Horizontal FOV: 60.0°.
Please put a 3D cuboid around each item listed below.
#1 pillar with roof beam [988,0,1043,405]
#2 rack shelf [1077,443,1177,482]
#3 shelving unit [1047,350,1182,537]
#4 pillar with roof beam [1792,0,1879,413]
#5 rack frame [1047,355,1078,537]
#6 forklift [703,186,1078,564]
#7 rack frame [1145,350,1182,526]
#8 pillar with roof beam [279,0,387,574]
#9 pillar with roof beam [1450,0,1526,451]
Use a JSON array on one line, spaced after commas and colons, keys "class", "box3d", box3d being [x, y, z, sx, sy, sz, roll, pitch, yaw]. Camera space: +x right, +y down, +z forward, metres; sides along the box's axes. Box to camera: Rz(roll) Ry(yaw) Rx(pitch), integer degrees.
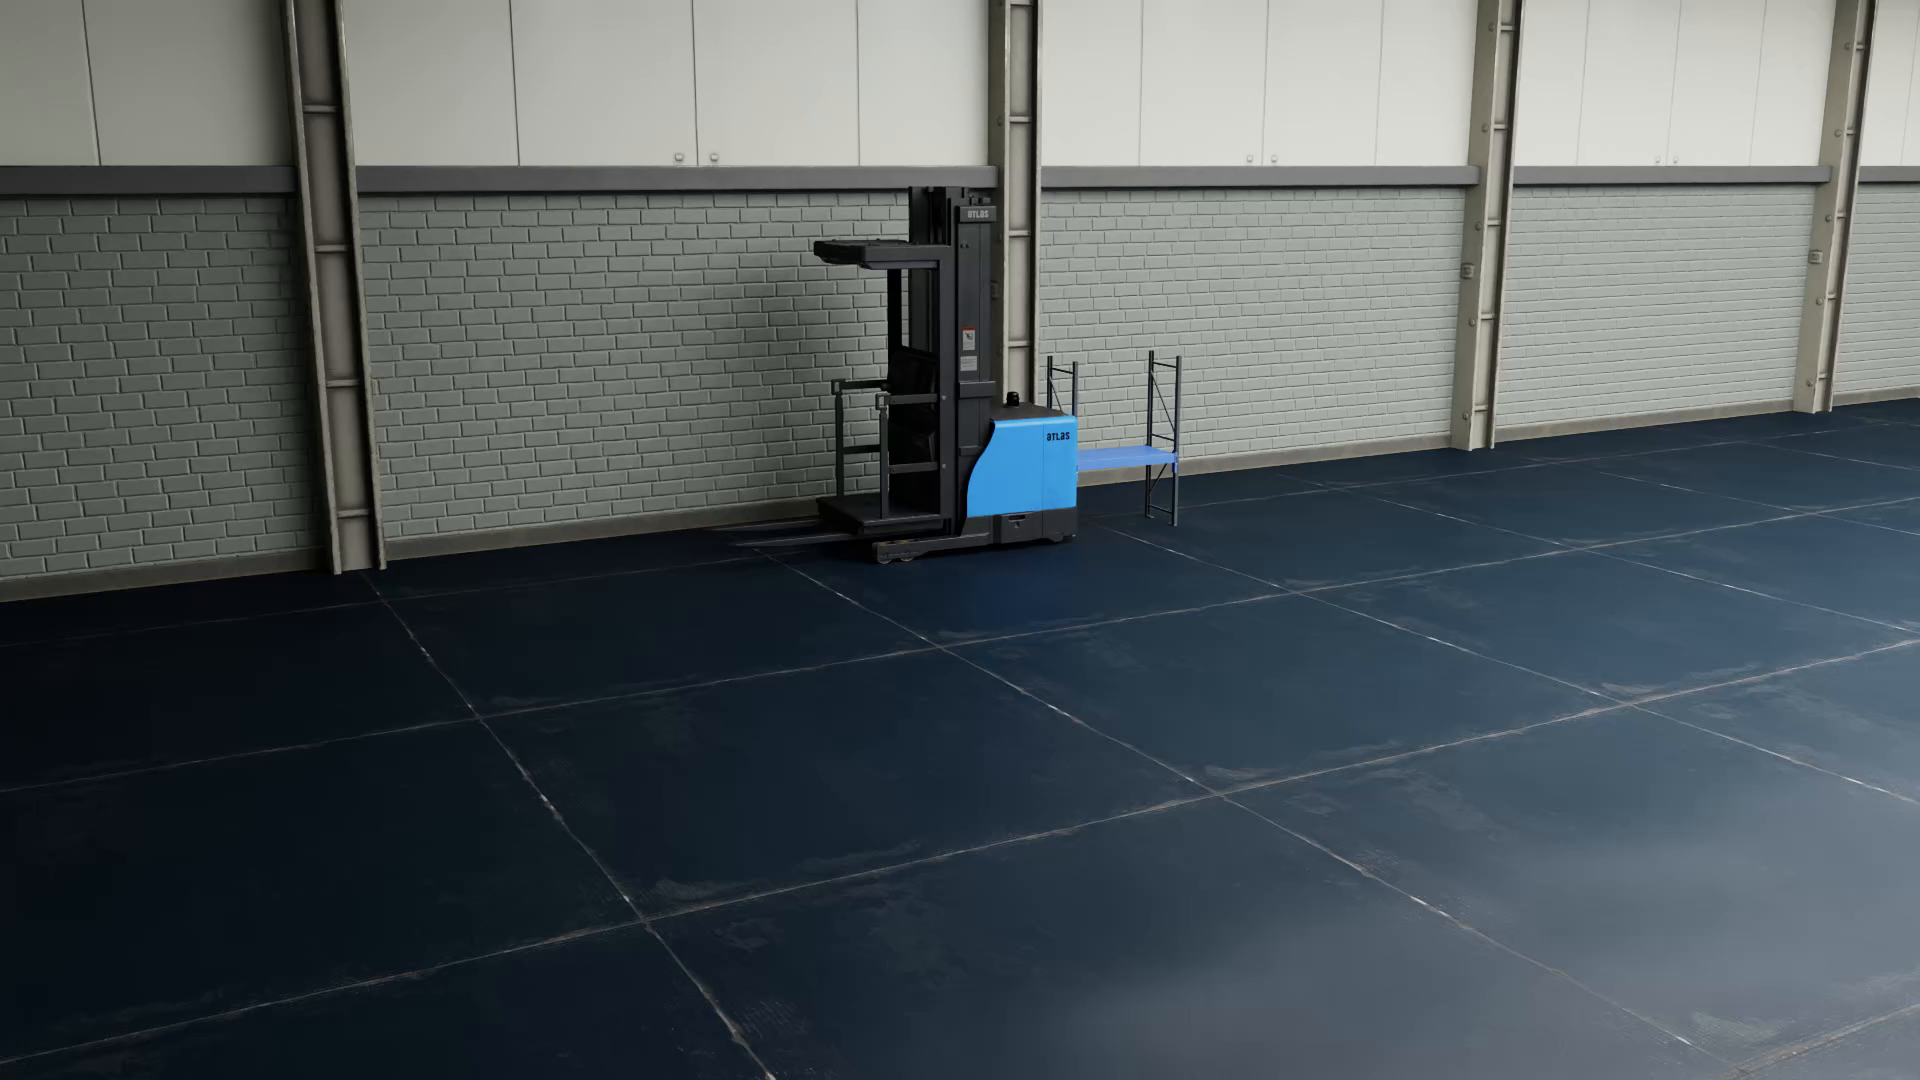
[{"class": "pillar with roof beam", "box3d": [2.563, -3.974, 11.273, 0.400, 9.000, 9.100, -7, 14, -28]}, {"class": "rack shelf", "box3d": [1.333, -0.682, 14.542, 1.000, 0.185, 0.538, -6, 14, -24]}, {"class": "shelving unit", "box3d": [1.333, -0.857, 14.502, 1.048, 1.500, 0.538, -6, 14, -24]}, {"class": "pillar with roof beam", "box3d": [13.096, -5.237, 16.882, 0.400, 9.000, 9.100, -7, 14, -28]}, {"class": "rack frame", "box3d": [0.871, -0.810, 14.295, 0.032, 1.500, 0.500, -6, 14, -24]}, {"class": "forklift", "box3d": [-0.568, -1.373, 13.533, 3.031, 2.935, 1.130, -6, 14, -24]}, {"class": "rack frame", "box3d": [1.794, -0.904, 14.710, 0.032, 1.500, 0.500, -6, 14, -24]}, {"class": "pillar with roof beam", "box3d": [-2.703, -3.343, 8.468, 0.400, 9.000, 9.100, -7, 14, -28]}, {"class": "pillar with roof beam", "box3d": [7.830, -4.605, 14.077, 0.400, 9.000, 9.100, -7, 14, -28]}]
